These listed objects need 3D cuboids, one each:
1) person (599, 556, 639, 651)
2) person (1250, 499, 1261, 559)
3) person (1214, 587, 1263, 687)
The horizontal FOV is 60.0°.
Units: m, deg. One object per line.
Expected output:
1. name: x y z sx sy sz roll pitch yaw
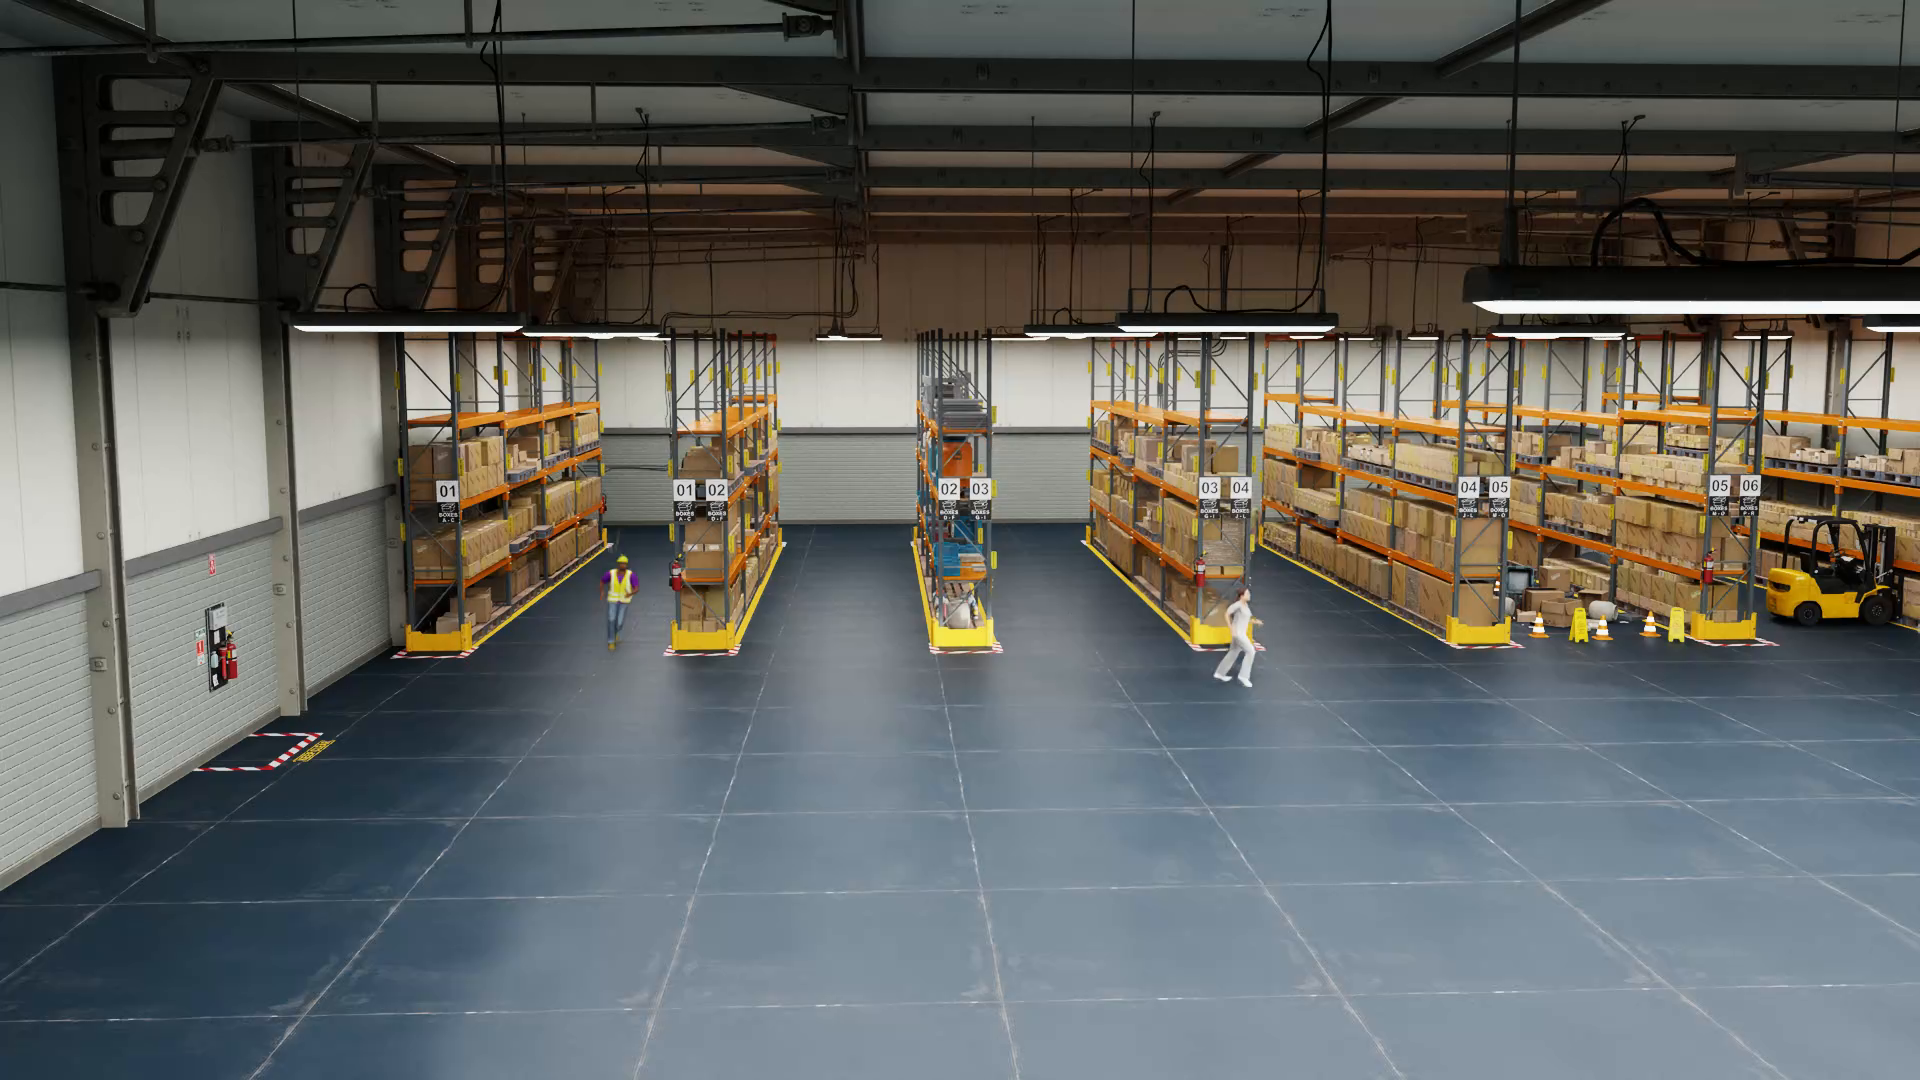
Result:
1. person: -6.446 1.173 31.460 0.738 1.765 0.877 -2 7 -14
2. person: 7.706 -0.287 44.065 0.616 1.616 0.702 0 7 -4
3. person: 4.680 1.620 27.980 0.817 1.699 0.480 3 7 20
